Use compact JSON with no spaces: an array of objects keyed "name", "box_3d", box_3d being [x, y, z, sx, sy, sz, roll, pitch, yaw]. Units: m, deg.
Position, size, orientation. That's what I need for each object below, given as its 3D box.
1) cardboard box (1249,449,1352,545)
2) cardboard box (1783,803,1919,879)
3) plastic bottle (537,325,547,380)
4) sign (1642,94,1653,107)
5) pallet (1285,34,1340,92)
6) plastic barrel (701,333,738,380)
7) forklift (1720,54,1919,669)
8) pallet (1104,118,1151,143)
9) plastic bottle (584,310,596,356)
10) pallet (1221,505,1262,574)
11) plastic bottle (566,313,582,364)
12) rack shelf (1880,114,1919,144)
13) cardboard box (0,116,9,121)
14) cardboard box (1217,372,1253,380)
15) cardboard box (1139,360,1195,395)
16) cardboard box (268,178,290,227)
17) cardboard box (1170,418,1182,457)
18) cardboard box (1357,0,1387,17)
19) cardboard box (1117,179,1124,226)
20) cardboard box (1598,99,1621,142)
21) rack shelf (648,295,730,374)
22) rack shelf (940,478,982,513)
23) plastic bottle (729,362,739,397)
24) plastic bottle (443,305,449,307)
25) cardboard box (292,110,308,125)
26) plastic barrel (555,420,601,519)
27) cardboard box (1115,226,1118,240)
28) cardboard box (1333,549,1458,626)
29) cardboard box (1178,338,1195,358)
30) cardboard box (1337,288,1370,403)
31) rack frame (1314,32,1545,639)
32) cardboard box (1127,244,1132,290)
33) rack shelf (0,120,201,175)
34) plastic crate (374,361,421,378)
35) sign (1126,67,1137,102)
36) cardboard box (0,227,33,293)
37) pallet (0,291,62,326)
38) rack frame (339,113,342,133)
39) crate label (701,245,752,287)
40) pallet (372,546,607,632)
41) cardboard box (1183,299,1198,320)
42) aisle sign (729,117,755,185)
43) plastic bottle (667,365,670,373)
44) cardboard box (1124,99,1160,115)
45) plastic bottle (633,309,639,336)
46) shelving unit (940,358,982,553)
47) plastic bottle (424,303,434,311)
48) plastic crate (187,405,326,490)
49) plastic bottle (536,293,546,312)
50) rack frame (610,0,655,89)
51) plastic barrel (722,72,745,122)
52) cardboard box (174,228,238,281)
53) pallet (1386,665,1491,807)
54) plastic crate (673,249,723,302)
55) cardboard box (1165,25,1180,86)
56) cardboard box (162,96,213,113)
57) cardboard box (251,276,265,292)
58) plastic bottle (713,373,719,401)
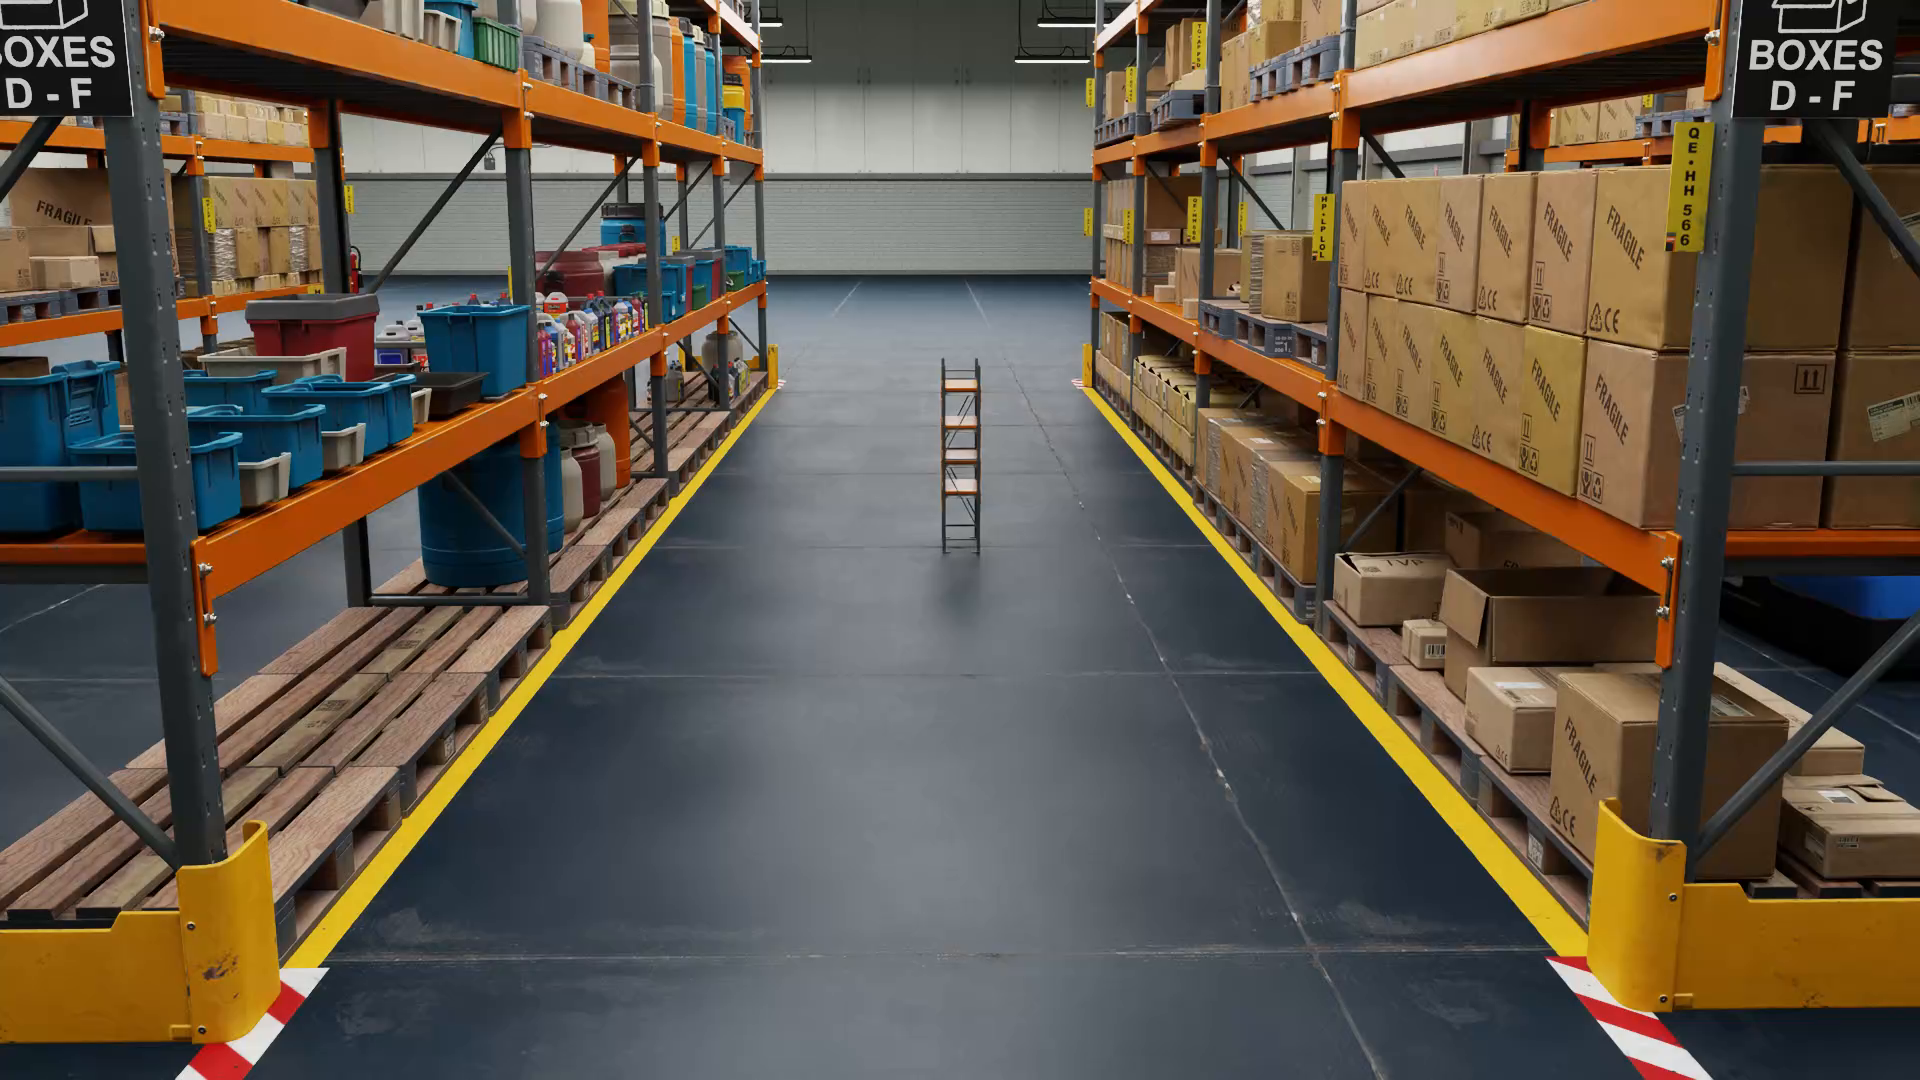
[{"name":"cardboard box","box_3d":[2.039,-0.263,9.991,0.500,0.500,0.500,0,11,0]},{"name":"cardboard box","box_3d":[2.765,0.915,5.071,0.380,0.149,0.250,0,11,-1]},{"name":"plastic bottle","box_3d":[-2.186,-0.975,8.616,0.061,0.283,0.133,0,11,-1]},{"name":"sign","box_3d":[6.592,-4.309,15.907,0.100,0.325,0.005,0,11,-1]},{"name":"pallet","box_3d":[2.404,-2.485,8.694,1.213,0.211,1.003,0,11,-1]},{"name":"plastic barrel","box_3d":[-2.752,-2.100,19.065,0.421,0.512,0.421,0,11,0]},{"name":"forklift","box_3d":[4.643,-1.068,8.954,1.130,2.935,3.031,0,11,-2]},{"name":"pallet","box_3d":[2.117,-4.406,17.910,1.003,0.211,1.213,0,11,-1]},{"name":"plastic bottle","box_3d":[-2.232,-1.242,9.959,0.097,0.271,0.097,0,11,0]},{"name":"pallet","box_3d":[2.265,-0.015,10.605,1.003,0.211,1.213,0,11,-1]},{"name":"plastic bottle","box_3d":[-2.204,-1.152,9.486,0.061,0.283,0.133,0,11,-1]},{"name":"rack shelf","box_3d":[7.259,-2.514,10.170,1.077,0.370,4.000,0,11,-1]},{"name":"cardboard box","box_3d":[-7.395,-3.224,12.238,0.500,0.250,0.500,0,11,0]},{"name":"cardboard box","box_3d":[2.509,-1.319,14.465,0.500,0.311,0.500,0,11,-2]},{"name":"cardboard box","box_3d":[1.947,-1.518,15.447,0.500,0.311,0.500,0,11,-2]},{"name":"cardboard box","box_3d":[-7.520,-3.601,17.751,0.500,0.500,0.500,0,11,-1]},{"name":"cardboard box","box_3d":[1.996,-0.837,13.499,0.500,0.250,0.500,0,11,-2]},{"name":"cardboard box","box_3d":[2.109,-2.521,7.518,0.500,0.250,0.500,0,11,-1]},{"name":"cardboard box","box_3d":[2.125,-3.740,18.433,0.700,0.500,0.500,0,11,-1]},{"name":"cardboard box","box_3d":[6.880,-4.318,16.951,0.500,0.500,0.500,-1,12,-6]},{"name":"rack shelf","box_3d":[-2.729,-1.798,14.187,1.077,0.370,4.000,0,11,-1]},{"name":"rack shelf","box_3d":[0.003,-0.295,10.830,0.258,0.148,0.480,0,11,-1]},{"name":"plastic bottle","box_3d":[-2.376,-1.665,17.279,0.144,0.351,0.185,-1,11,-4]},{"name":"plastic bottle","box_3d":[-2.807,-1.116,9.138,0.144,0.351,0.185,0,11,-1]},{"name":"cardboard box","box_3d":[-7.455,-4.705,18.537,0.380,0.149,0.250,0,11,-1]},{"name":"plastic barrel","box_3d":[-2.637,-0.455,10.768,0.600,0.588,0.708,0,11,-1]},{"name":"cardboard box","box_3d":[1.921,-3.395,18.366,0.380,0.149,0.250,0,11,-2]},{"name":"cardboard box","box_3d":[2.140,0.209,8.141,0.500,0.311,0.500,0,11,-1]},{"name":"cardboard box","box_3d":[2.486,-1.887,16.789,0.500,0.500,0.500,0,11,-1]},{"name":"cardboard box","box_3d":[2.086,-0.924,7.818,0.500,0.500,0.500,0,11,0]},{"name":"rack frame","box_3d":[2.348,-0.977,8.333,1.000,3.000,0.127,0,11,-1]},{"name":"cardboard box","box_3d":[2.143,-2.909,17.605,0.700,0.500,0.500,0,11,0]},{"name":"rack shelf","box_3d":[-7.681,-3.248,13.788,1.077,0.370,4.000,0,11,-1]},{"name":"plastic crate","box_3d":[-2.738,-0.765,7.798,0.396,0.136,0.243,0,11,-1]},{"name":"sign","box_3d":[1.627,-4.327,15.801,0.100,0.325,0.005,0,11,-1]},{"name":"cardboard box","box_3d":[-7.802,-2.205,13.077,0.700,0.500,0.500,1,12,7]},{"name":"pallet","box_3d":[-7.761,-1.780,12.771,1.213,0.211,1.003,0,11,-1]},{"name":"rack frame","box_3d":[-7.805,-6.263,19.297,1.000,3.000,0.127,0,11,-1]},{"name":"crate label","box_3d":[-2.544,-2.996,18.193,0.502,0.435,0.616,0,11,-1]},{"name":"pallet","box_3d":[-2.579,0.255,9.270,1.003,0.211,1.213,0,11,-1]},{"name":"cardboard box","box_3d":[1.970,-1.827,13.153,0.380,0.149,0.250,0,11,-1]},{"name":"aisle sign","box_3d":[-2.557,-4.633,19.812,0.394,0.787,0.004,0,11,-1]},{"name":"plastic bottle","box_3d":[-3.082,-1.695,17.424,0.144,0.351,0.185,0,11,-2]},{"name":"cardboard box","box_3d":[1.884,-4.428,17.019,0.380,0.149,0.250,0,11,-1]},{"name":"plastic bottle","box_3d":[-2.264,-1.508,11.448,0.097,0.201,0.097,0,11,0]},{"name":"shelving unit","box_3d":[0.003,-0.555,10.778,0.258,1.200,0.503,0,11,-1]},{"name":"plastic bottle","box_3d":[-2.955,-1.152,9.316,0.144,0.351,0.185,0,11,-1]},{"name":"plastic crate","box_3d":[-2.212,-0.291,5.221,0.416,0.233,0.300,0,11,-1]},{"name":"plastic bottle","box_3d":[-3.002,-1.605,11.737,0.152,0.276,0.135,0,11,-1]},{"name":"rack frame","box_3d":[-2.687,-4.693,11.559,1.000,3.000,0.127,0,11,-1]},{"name":"plastic barrel","box_3d":[-2.702,-4.885,18.521,0.600,0.588,0.600,0,11,0]},{"name":"cardboard box","box_3d":[-7.669,-2.812,16.377,0.875,0.500,0.500,0,11,-1]},{"name":"pallet","box_3d":[2.389,0.769,6.739,1.003,0.211,1.213,0,11,-1]},{"name":"plastic crate","box_3d":[-2.454,-2.485,15.600,0.402,0.464,0.583,0,11,-1]},{"name":"cardboard box","box_3d":[2.156,-4.415,15.167,0.500,0.500,0.500,0,11,0]},{"name":"cardboard box","box_3d":[-7.421,-4.186,15.976,0.380,0.149,0.250,-1,11,-3]},{"name":"cardboard box","box_3d":[-7.429,-2.648,17.197,0.380,0.149,0.250,0,11,-1]},{"name":"plastic bottle","box_3d":[-2.479,-1.561,16.936,0.061,0.283,0.133,0,11,-1]}]
